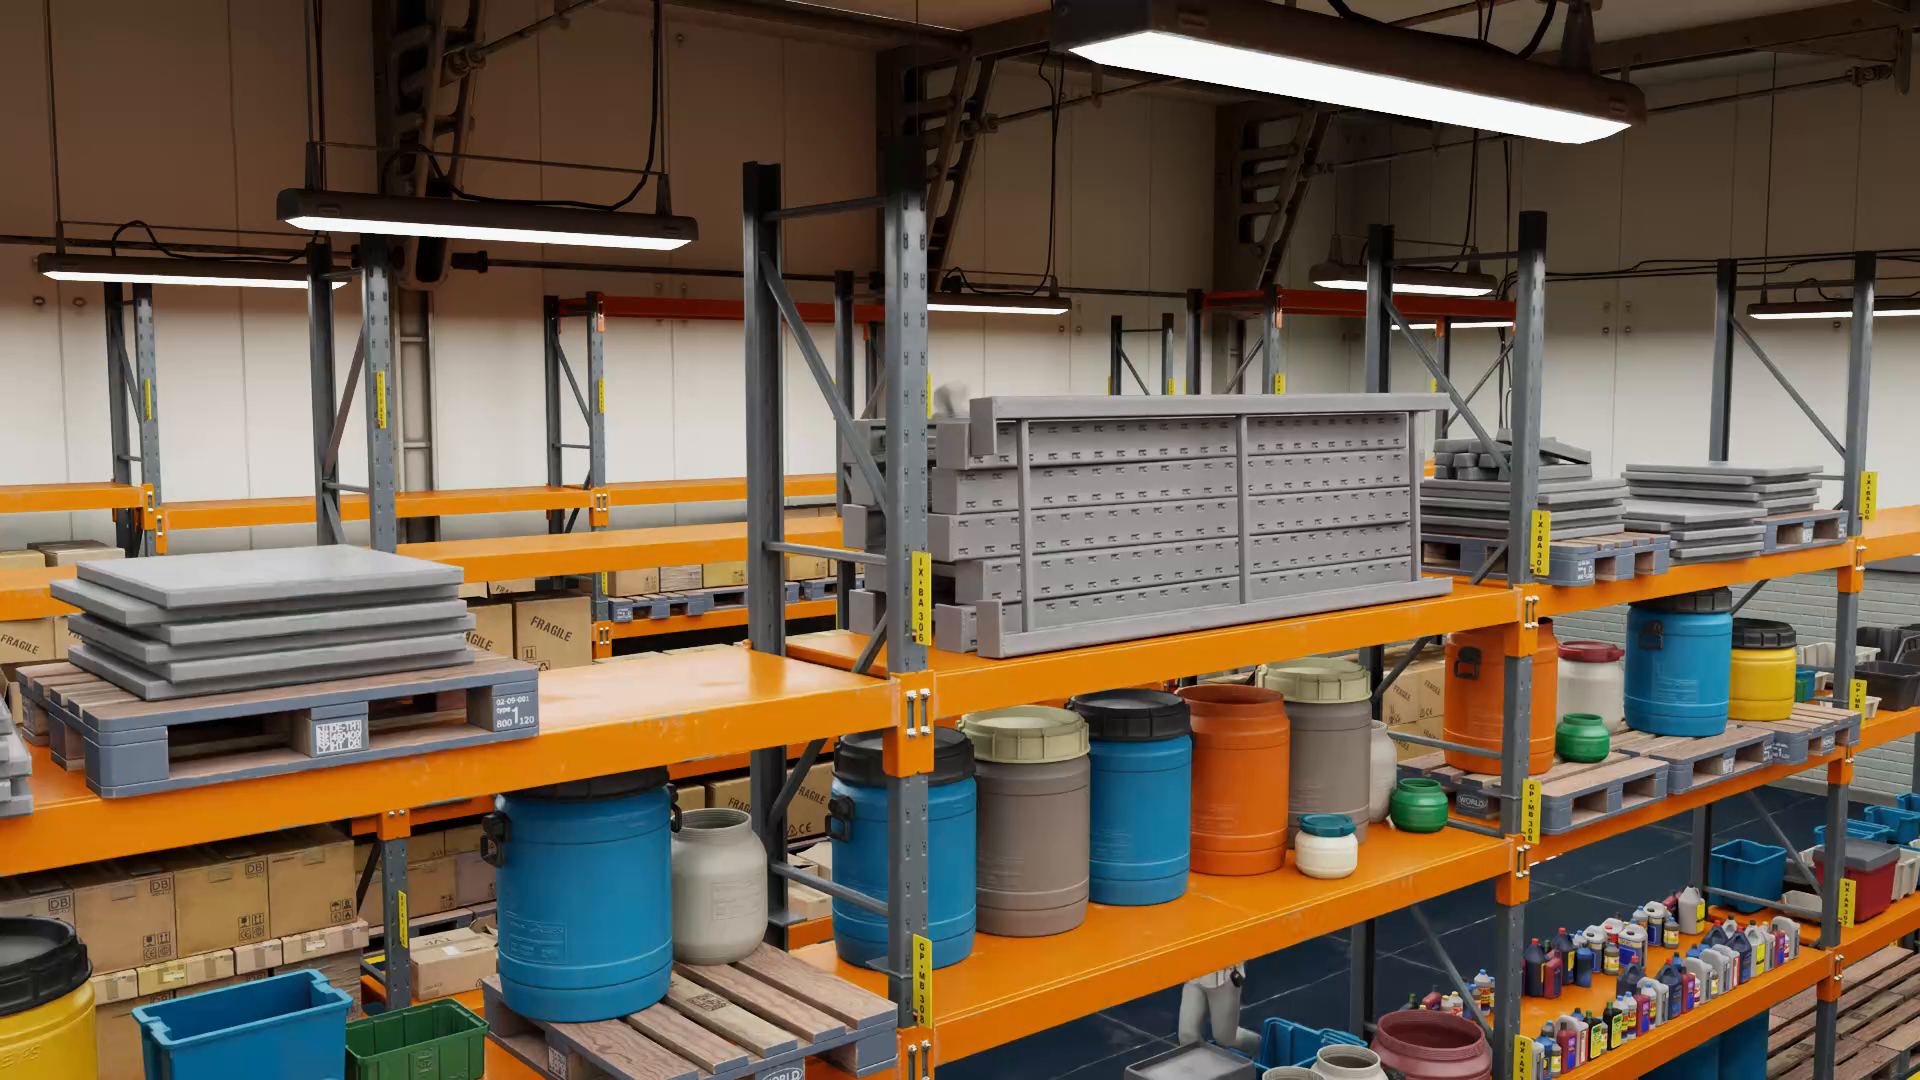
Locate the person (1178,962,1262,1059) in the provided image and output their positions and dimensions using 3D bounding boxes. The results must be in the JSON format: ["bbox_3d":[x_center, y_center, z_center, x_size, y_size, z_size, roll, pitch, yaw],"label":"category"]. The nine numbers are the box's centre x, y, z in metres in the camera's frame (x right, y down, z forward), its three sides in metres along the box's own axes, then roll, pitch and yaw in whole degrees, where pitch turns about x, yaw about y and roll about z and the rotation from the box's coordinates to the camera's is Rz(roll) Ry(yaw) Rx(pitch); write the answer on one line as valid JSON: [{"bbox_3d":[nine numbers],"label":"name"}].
[{"bbox_3d":[1.834,3.142,11.985,0.675,1.747,0.785,5,8,43],"label":"person"}]
